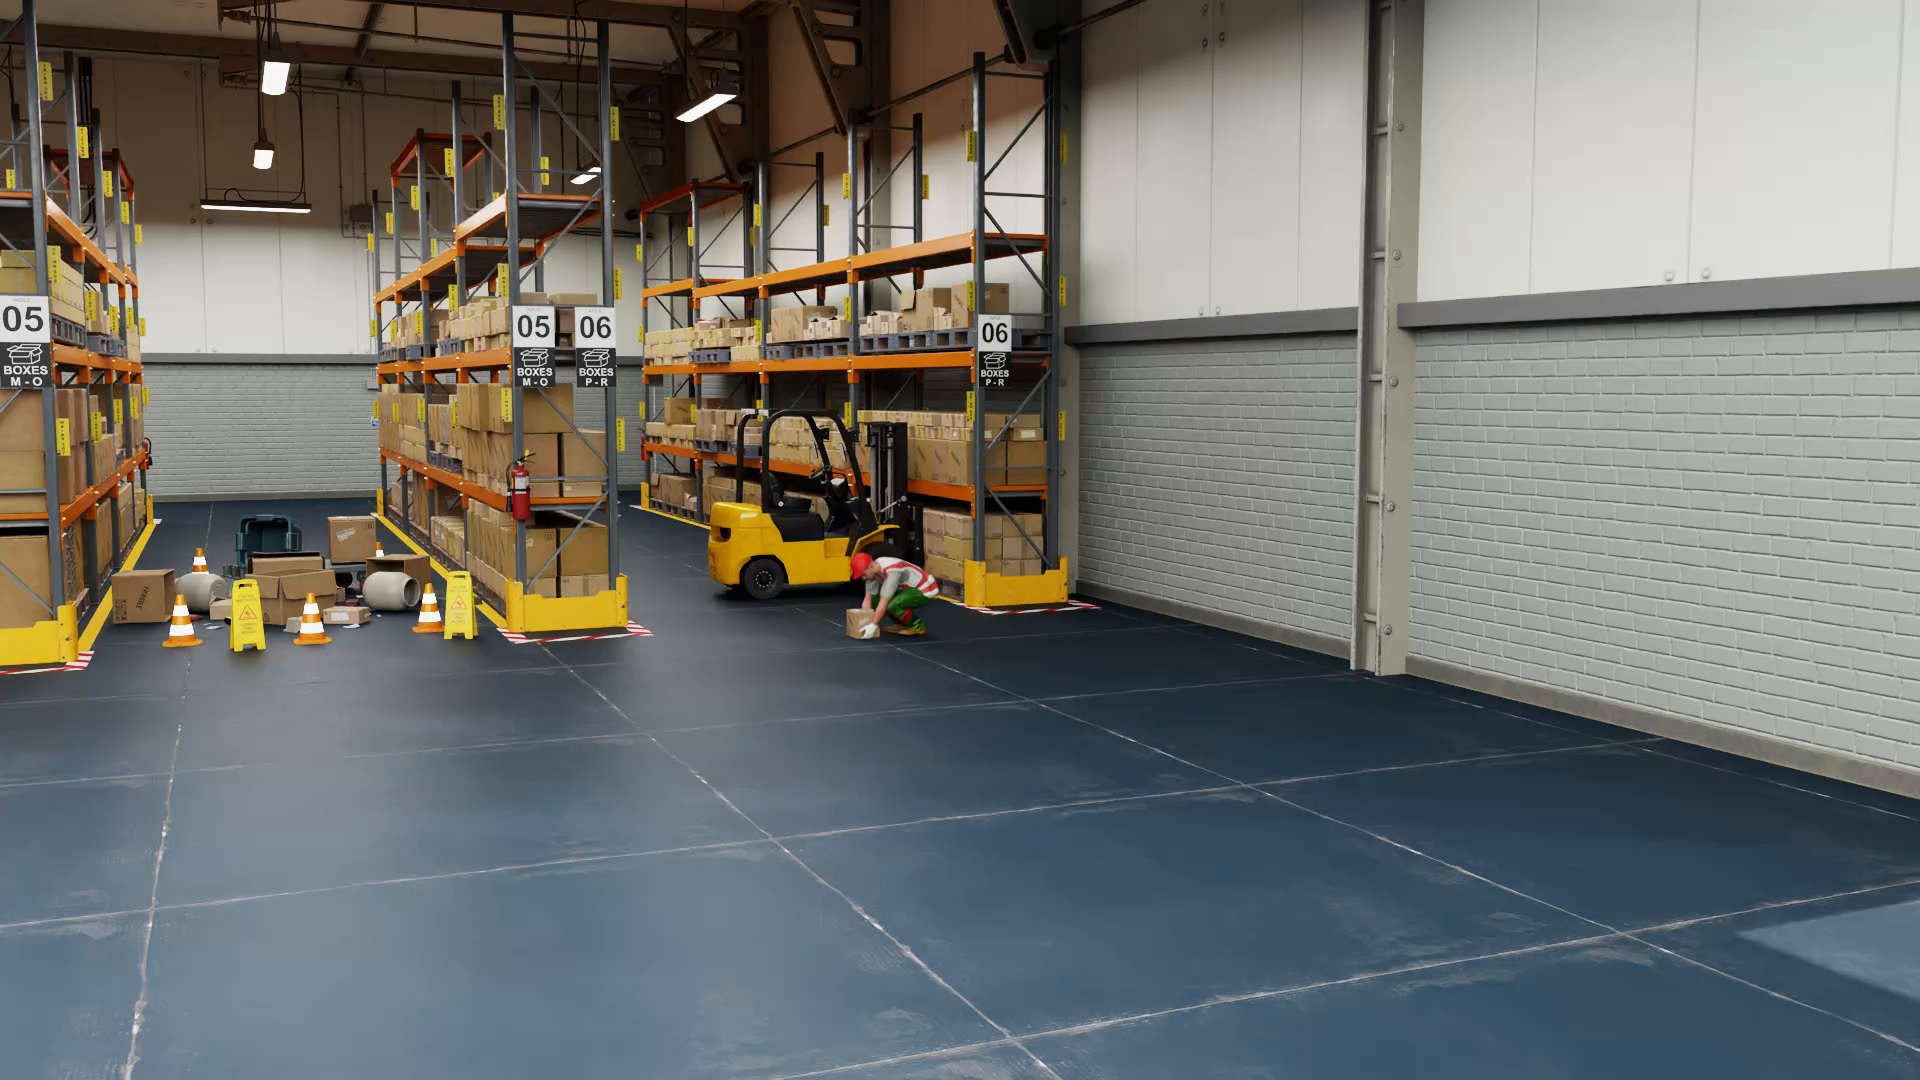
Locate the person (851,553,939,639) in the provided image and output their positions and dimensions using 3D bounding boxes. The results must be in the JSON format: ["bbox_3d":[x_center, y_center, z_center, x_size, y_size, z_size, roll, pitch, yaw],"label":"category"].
[{"bbox_3d":[-0.650,0.541,16.234,0.901,0.879,0.547,-2,6,-24],"label":"person"}]
